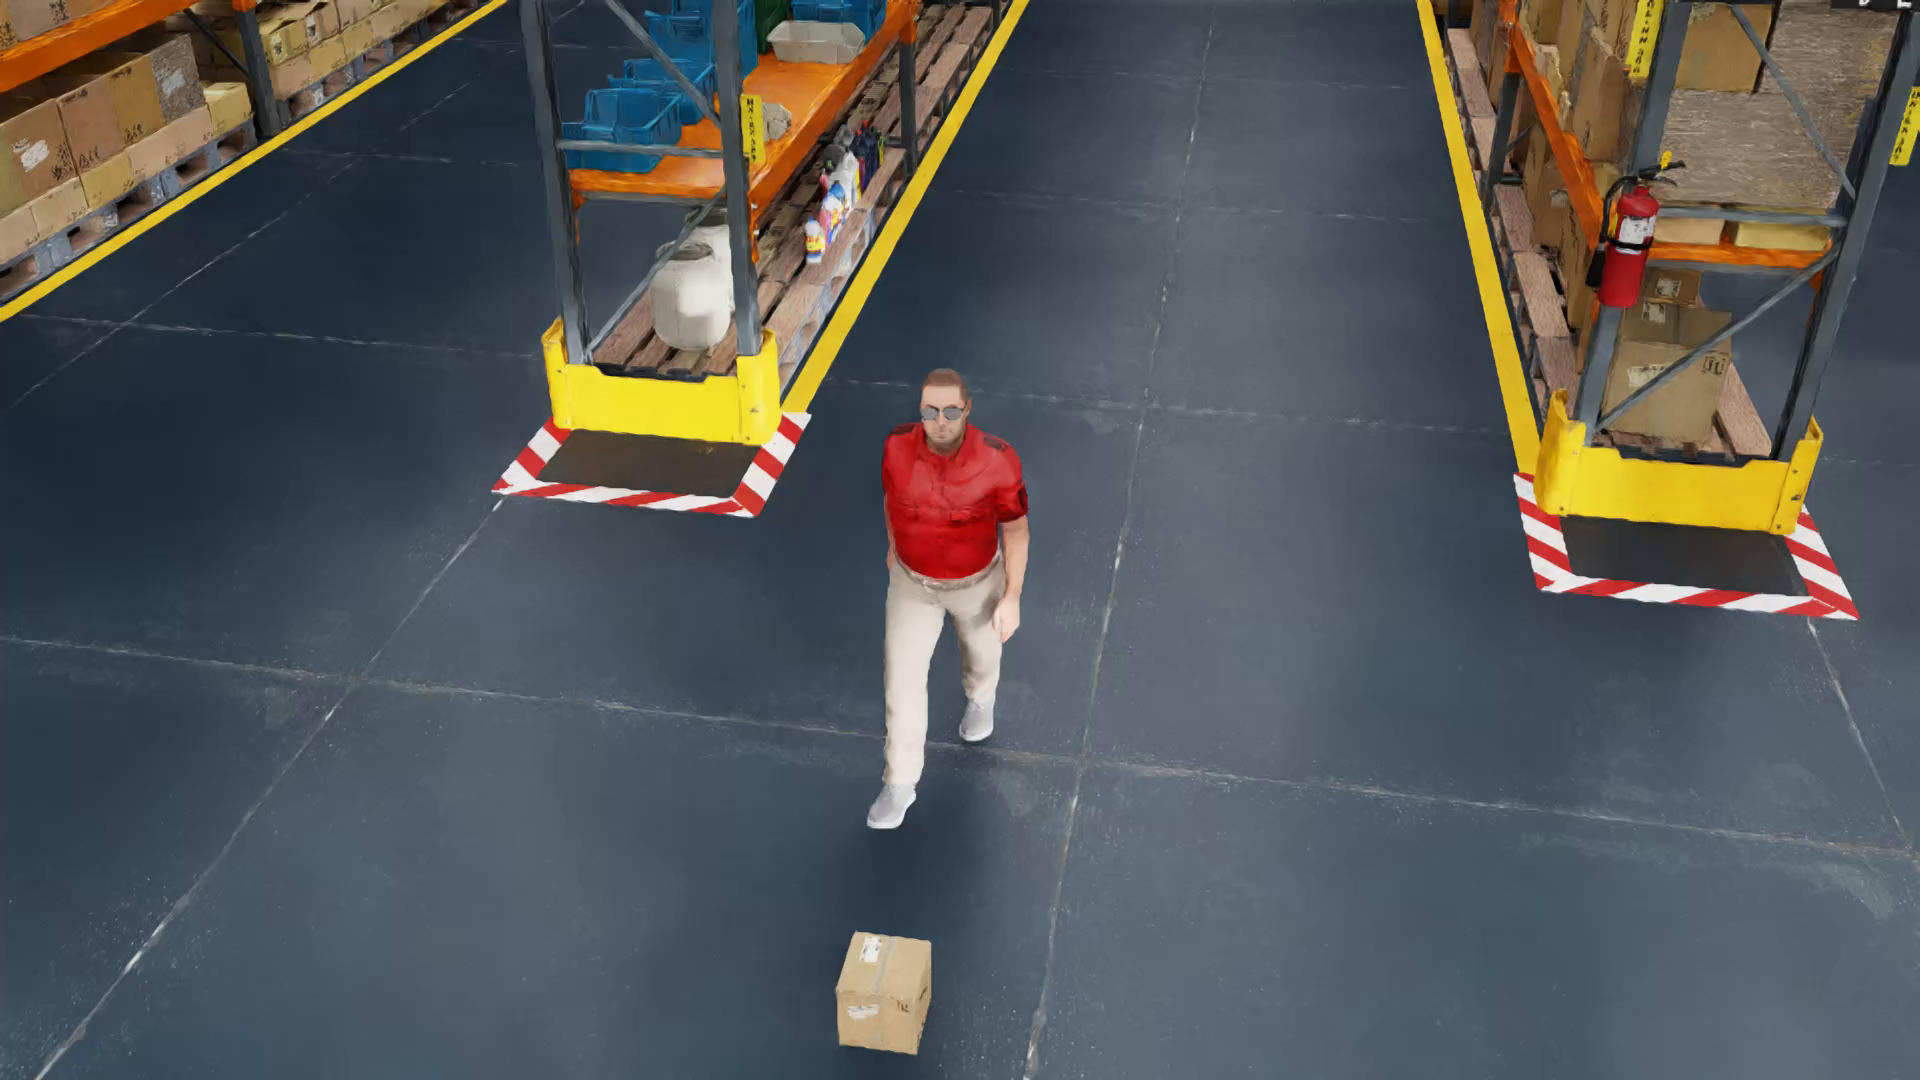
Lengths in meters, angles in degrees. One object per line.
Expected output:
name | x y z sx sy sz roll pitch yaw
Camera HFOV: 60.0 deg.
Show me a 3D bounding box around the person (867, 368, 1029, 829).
person | -0.040 0.163 5.898 0.558 1.675 0.957 6 33 9
